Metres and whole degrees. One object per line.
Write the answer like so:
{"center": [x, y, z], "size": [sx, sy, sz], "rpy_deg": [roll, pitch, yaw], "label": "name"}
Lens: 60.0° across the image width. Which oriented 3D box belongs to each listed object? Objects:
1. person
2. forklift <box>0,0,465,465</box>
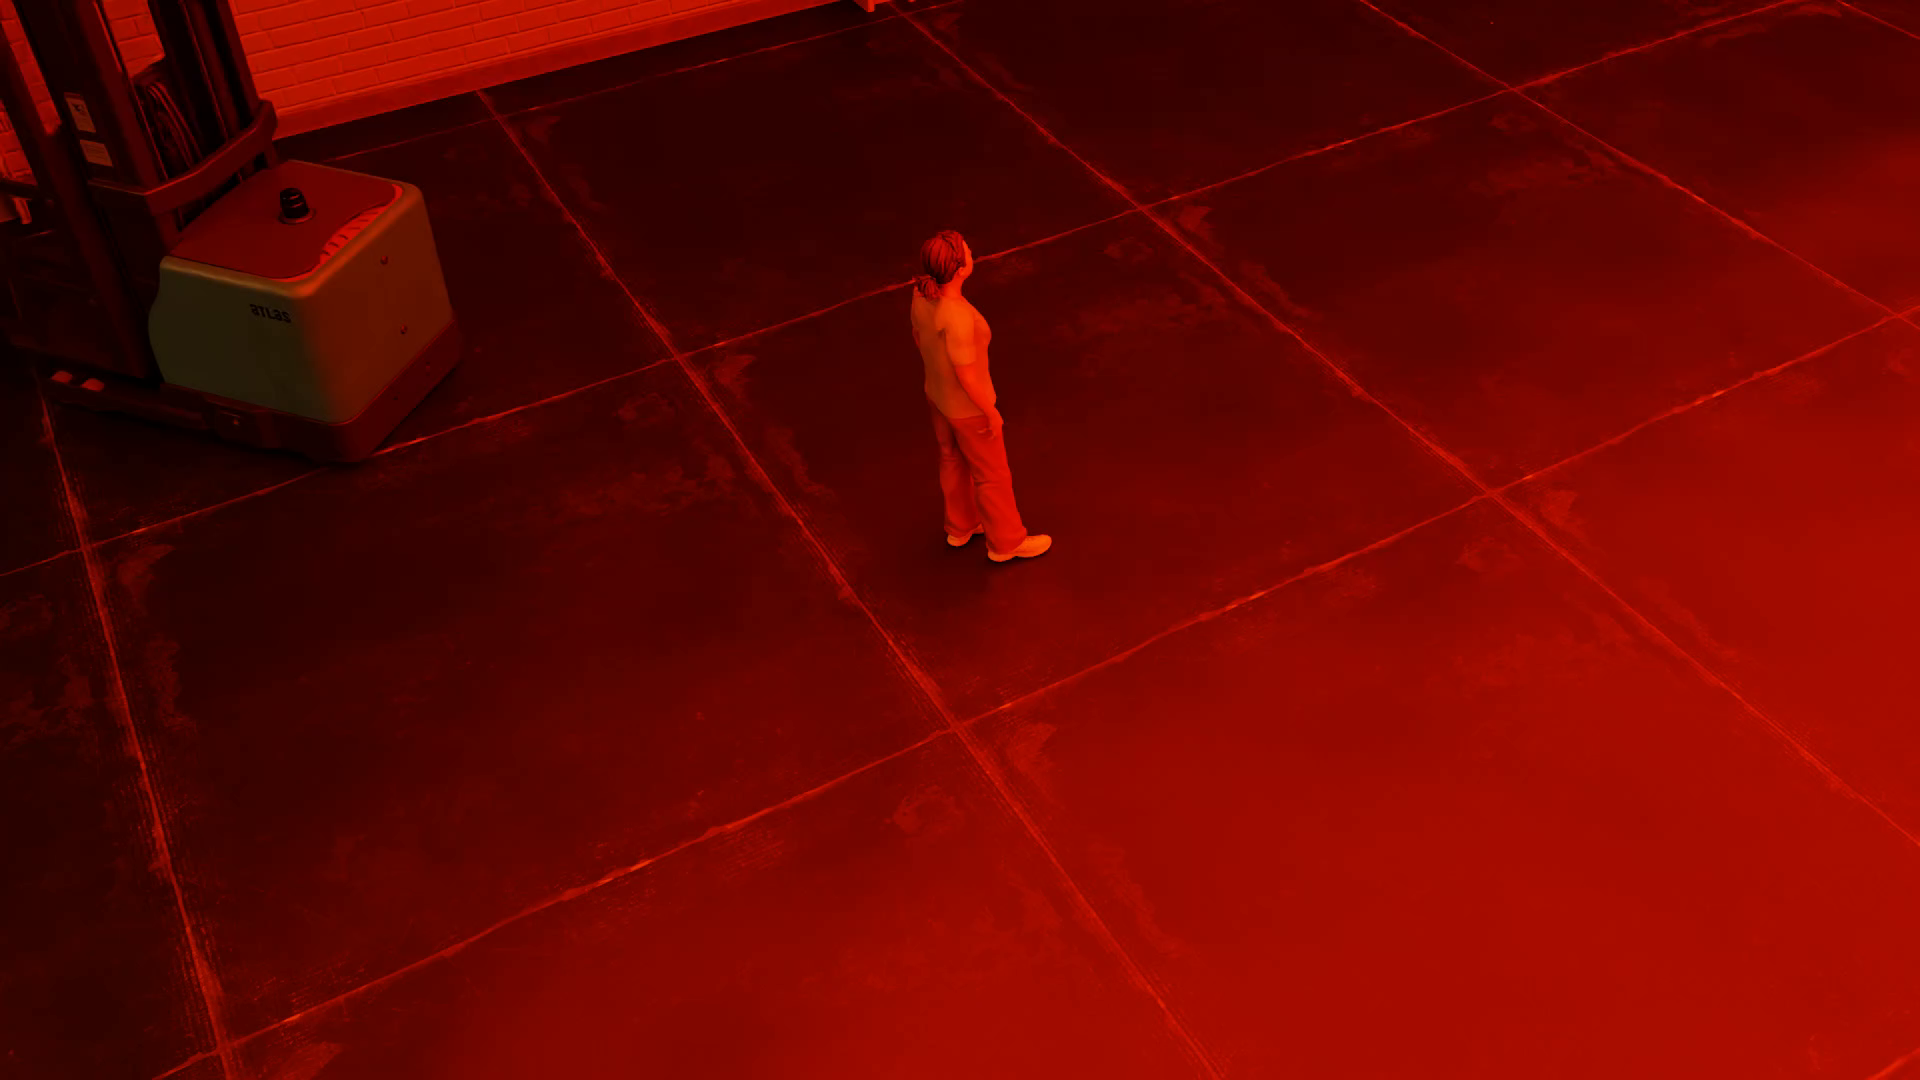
{"center": [0.070, -0.634, 7.302], "size": [0.548, 1.662, 0.554], "rpy_deg": [-21, 47, -21], "label": "person"}
{"center": [-4.195, -2.061, 7.920], "size": [3.031, 2.935, 1.130], "rpy_deg": [14, 45, 14], "label": "forklift"}
